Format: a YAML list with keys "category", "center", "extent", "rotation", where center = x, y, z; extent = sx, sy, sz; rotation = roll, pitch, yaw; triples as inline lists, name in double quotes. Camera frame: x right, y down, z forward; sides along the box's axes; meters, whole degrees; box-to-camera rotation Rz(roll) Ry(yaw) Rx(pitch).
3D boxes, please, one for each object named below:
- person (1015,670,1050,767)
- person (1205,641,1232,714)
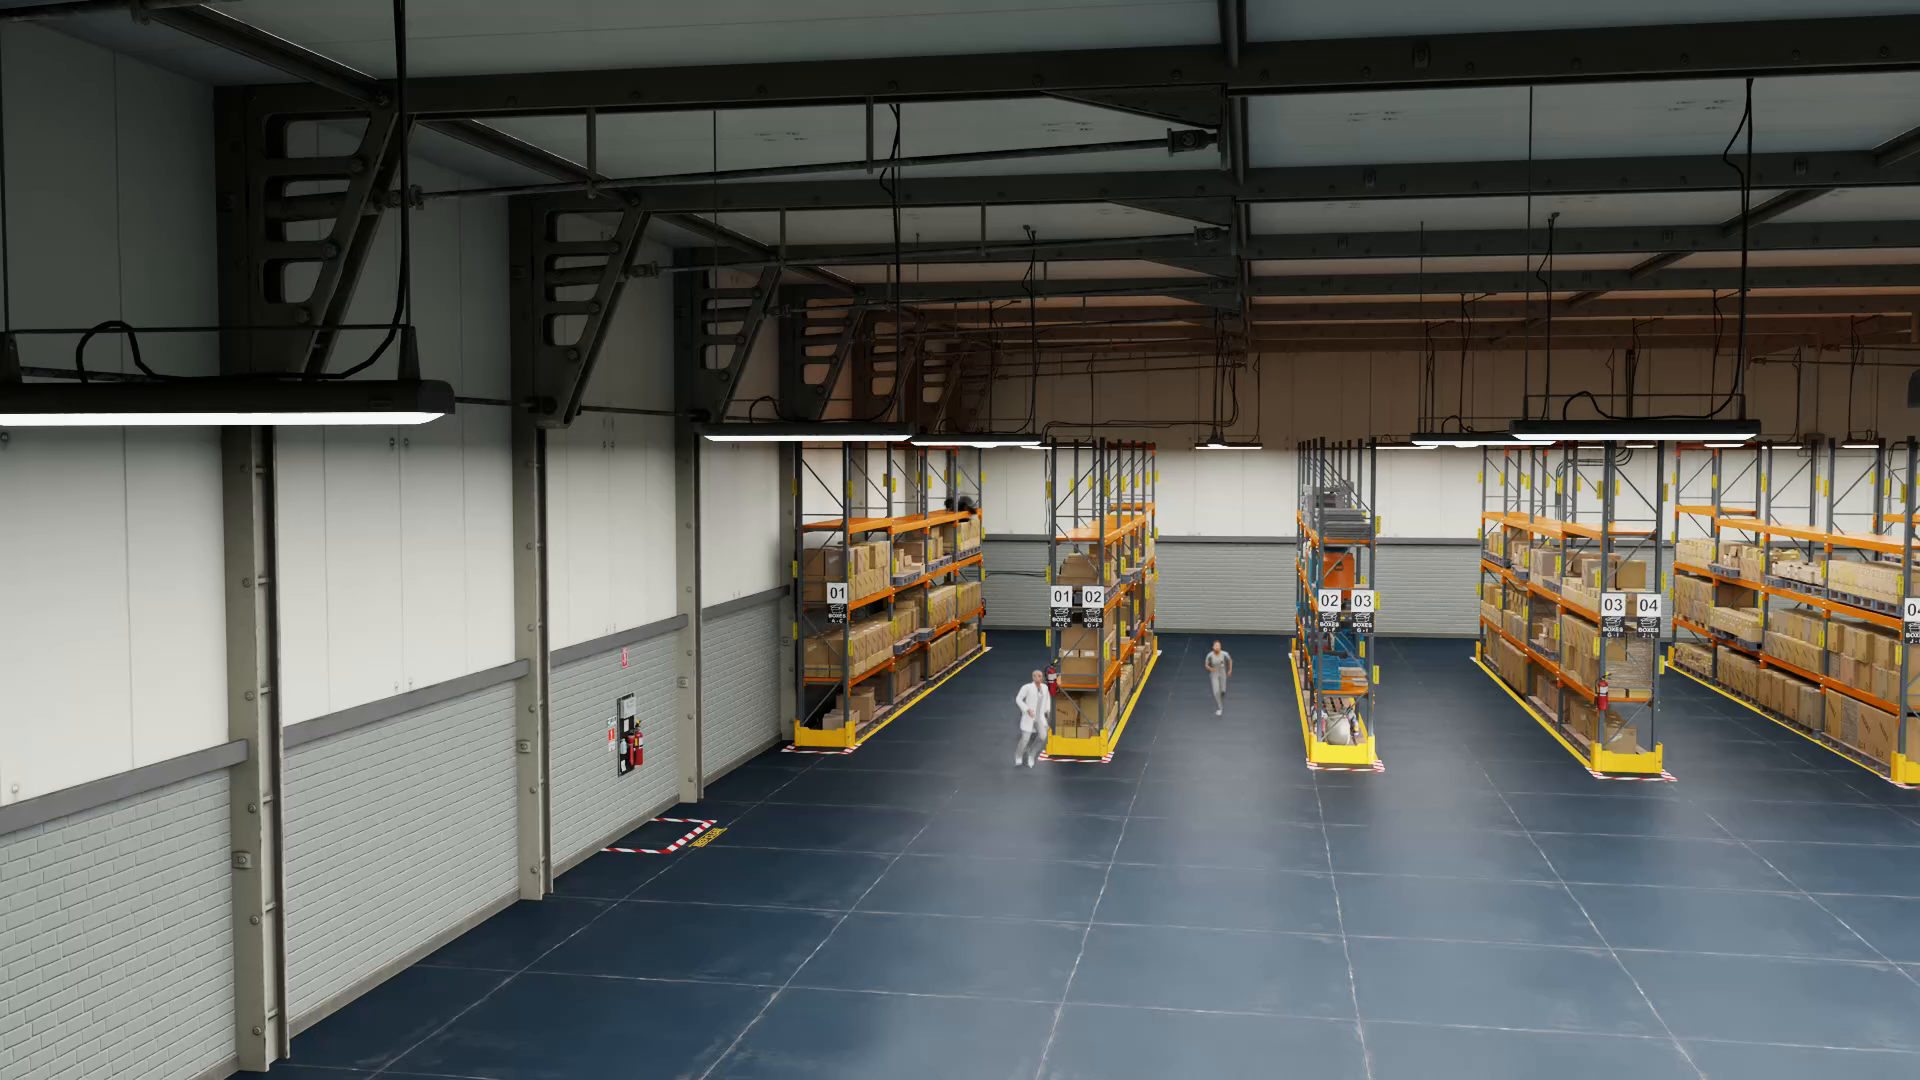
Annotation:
- category: "person"
  center: [1.371, 3.304, 30.363]
  extent: [0.774, 1.650, 0.671]
  rotation: [-1, 3, -23]
- category: "person"
  center: [5.655, 3.003, 36.323]
  extent: [0.603, 1.622, 0.638]
  rotation: [0, 3, 2]
